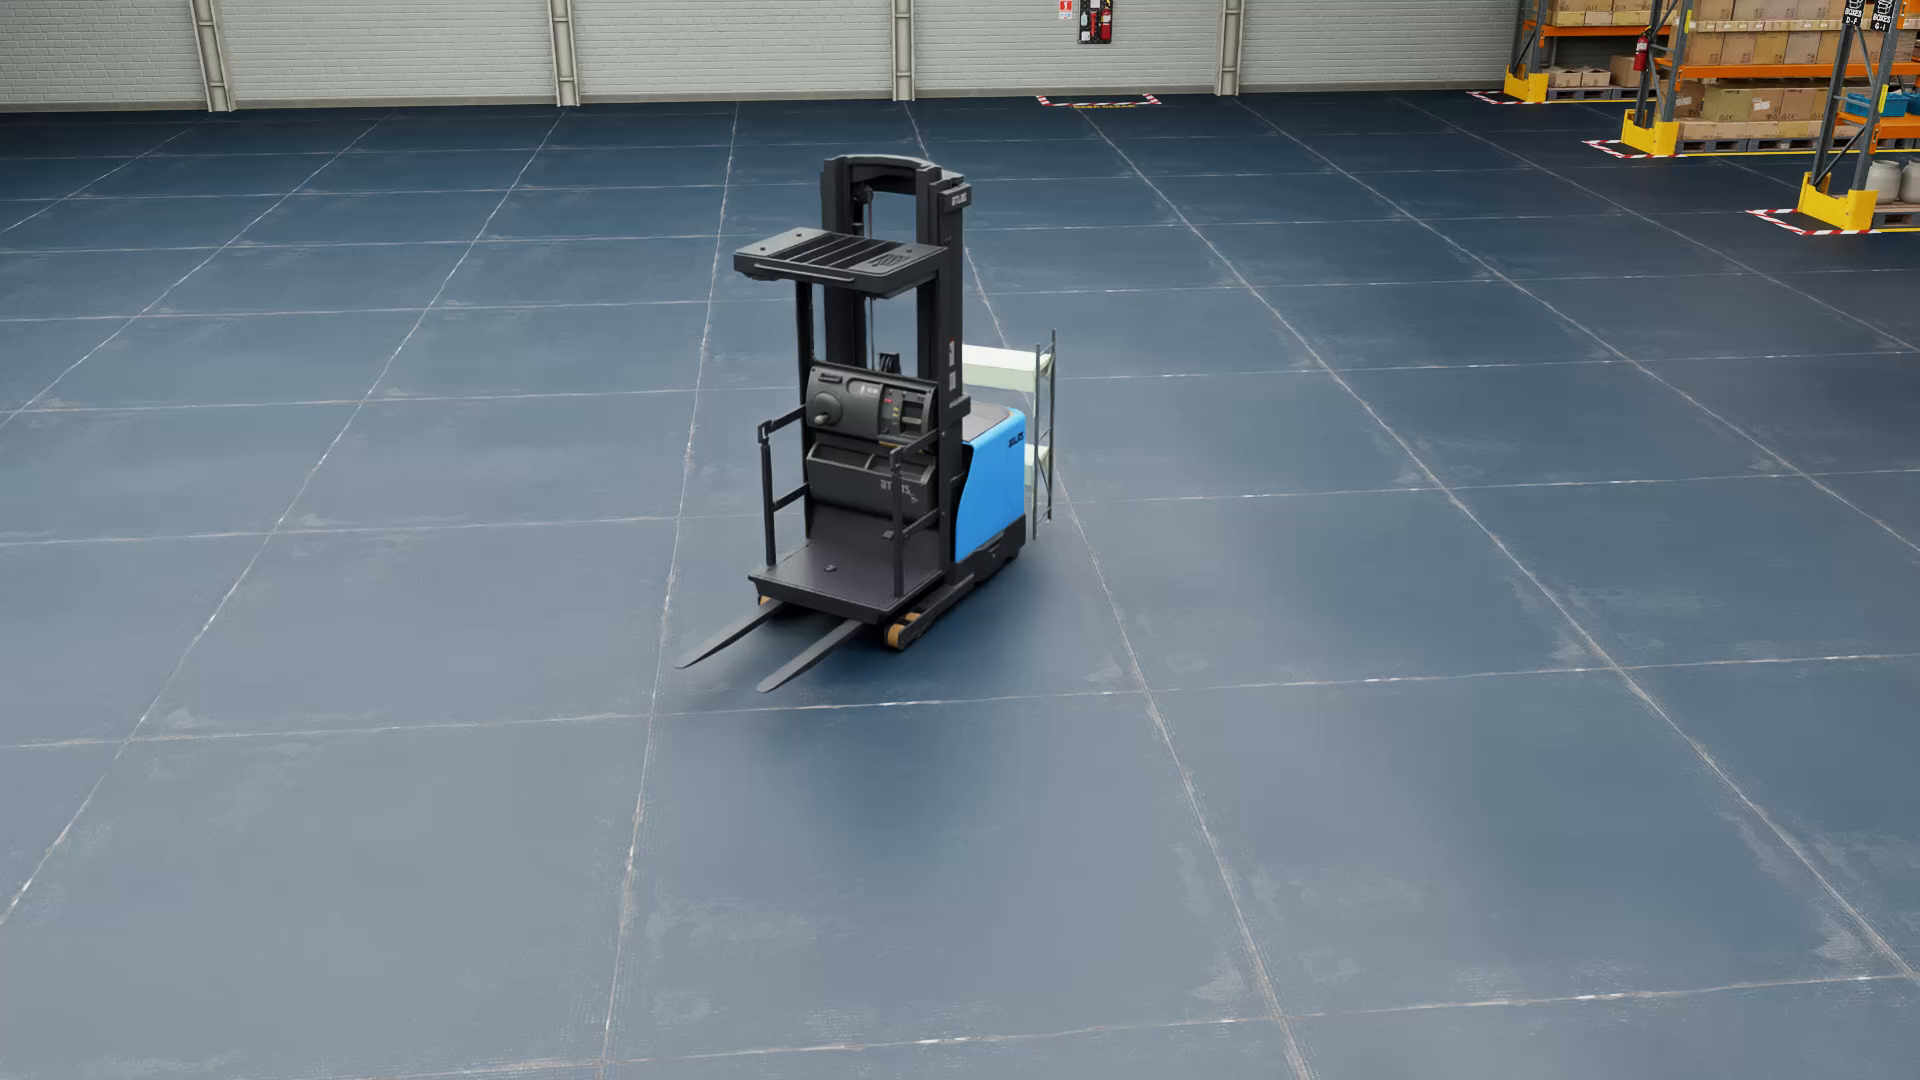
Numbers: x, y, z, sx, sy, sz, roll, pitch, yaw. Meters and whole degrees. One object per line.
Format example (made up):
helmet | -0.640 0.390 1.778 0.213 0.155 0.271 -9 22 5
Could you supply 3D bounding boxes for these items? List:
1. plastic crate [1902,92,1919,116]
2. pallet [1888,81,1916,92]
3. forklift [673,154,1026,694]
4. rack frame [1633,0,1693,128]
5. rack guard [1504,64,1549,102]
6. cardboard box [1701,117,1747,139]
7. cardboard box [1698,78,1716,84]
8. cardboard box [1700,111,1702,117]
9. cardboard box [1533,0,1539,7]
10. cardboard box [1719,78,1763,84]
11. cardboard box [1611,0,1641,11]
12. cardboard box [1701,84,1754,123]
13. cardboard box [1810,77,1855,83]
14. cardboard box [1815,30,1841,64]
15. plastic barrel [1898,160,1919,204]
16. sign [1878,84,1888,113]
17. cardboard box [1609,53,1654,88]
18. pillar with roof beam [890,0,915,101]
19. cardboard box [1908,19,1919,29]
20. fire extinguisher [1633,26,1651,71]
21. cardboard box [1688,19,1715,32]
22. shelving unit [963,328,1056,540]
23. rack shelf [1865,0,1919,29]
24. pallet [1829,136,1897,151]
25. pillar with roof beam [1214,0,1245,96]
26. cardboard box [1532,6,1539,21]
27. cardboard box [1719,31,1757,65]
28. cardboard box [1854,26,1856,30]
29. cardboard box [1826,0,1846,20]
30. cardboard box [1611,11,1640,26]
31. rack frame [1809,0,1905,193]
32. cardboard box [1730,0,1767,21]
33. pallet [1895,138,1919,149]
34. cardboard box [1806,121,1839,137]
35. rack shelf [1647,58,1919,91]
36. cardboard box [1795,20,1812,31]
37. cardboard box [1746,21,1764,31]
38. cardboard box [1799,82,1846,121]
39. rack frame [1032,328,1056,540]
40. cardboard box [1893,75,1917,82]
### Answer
plastic crate | 12.388 -5.608 21.356 0.408 0.251 0.499 -2 24 -5
pallet | 17.482 -8.530 31.181 1.213 0.211 1.003 -2 24 -5
forklift | -0.689 -0.846 10.544 1.130 2.935 3.031 13 27 27
rack frame | 10.789 -7.513 25.461 0.127 3.000 1.000 -2 24 -5
rack guard | 10.374 -8.376 30.480 0.348 0.500 1.175 -2 24 -5
cardboard box | 11.842 -6.402 25.828 0.500 0.250 0.500 -2 24 -5
cardboard box | 13.750 -8.548 30.735 0.250 0.166 0.380 -5 25 -12
cardboard box | 11.790 -6.614 26.307 0.500 0.250 0.500 -2 24 -5
cardboard box | 10.747 -9.903 30.075 0.500 0.500 0.500 -3 24 -6
cardboard box | 12.287 -6.979 26.203 0.500 0.500 0.500 -2 24 -5
cardboard box | 11.811 -9.730 29.685 0.500 0.500 0.500 -3 24 -7
cardboard box | 11.842 -6.744 25.674 0.500 0.500 0.500 -2 24 -5
cardboard box | 13.781 -7.036 26.332 0.500 0.500 0.500 -2 24 -5
cardboard box | 13.305 -7.656 25.659 0.500 0.500 0.700 -2 24 -4
plastic barrel | 12.419 -4.643 21.550 0.421 0.512 0.421 0 24 0
sign | 11.322 -5.415 20.399 0.005 0.325 0.100 -2 24 -5
cardboard box | 12.298 -8.597 30.435 0.500 0.500 0.700 -4 24 -8
pillar with roof beam | -0.608 -10.415 24.603 0.400 9.000 9.100 -2 24 -5
cardboard box | 14.520 -7.918 25.449 0.250 0.149 0.380 -2 24 -5
fire extinguisher | 10.626 -7.661 25.888 0.183 0.674 0.296 -2 24 -5
cardboard box | 11.201 -7.784 25.148 0.250 0.149 0.380 -2 24 -6
shelving unit | 0.273 -0.817 12.241 0.755 1.500 0.431 9 25 19
rack shelf | 13.263 -6.633 20.672 4.000 0.370 1.077 -2 24 -5
pallet | 13.974 -6.384 26.353 1.213 0.211 1.003 -2 24 -5
pillar with roof beam | 5.362 -10.655 25.142 0.400 9.000 9.100 -2 24 -5
cardboard box | 10.745 -9.553 30.210 0.500 0.250 0.500 -2 24 -4
cardboard box | 11.777 -7.595 25.522 0.500 0.500 0.700 -2 24 -4
cardboard box | 13.508 -7.878 25.359 0.250 0.149 0.380 -2 24 -5
cardboard box | 13.328 -8.251 25.400 0.500 0.500 0.700 -2 24 -5
cardboard box | 11.838 -9.392 29.847 0.500 0.250 0.500 -3 24 -6
rack frame | 11.272 -5.511 20.956 0.127 3.000 1.000 -2 24 -5
cardboard box | 11.831 -8.191 25.264 0.500 0.500 0.700 -3 24 -7
pallet | 15.499 -6.444 26.488 1.213 0.211 1.003 -2 24 -5
cardboard box | 13.335 -6.460 25.958 0.500 0.250 0.500 -2 24 -5
rack shelf | 12.780 -7.264 25.786 4.000 0.370 1.077 -2 24 -5
cardboard box | 12.731 -7.845 25.285 0.250 0.149 0.380 -2 24 -5
cardboard box | 11.963 -7.814 25.216 0.250 0.149 0.380 -3 24 -6
cardboard box | 13.334 -6.808 25.818 0.500 0.500 0.500 -2 24 -5
rack frame | 0.614 -0.763 12.121 0.023 1.500 0.400 9 25 19
cardboard box | 17.549 -8.844 30.990 0.500 0.500 0.700 -2 24 -4
